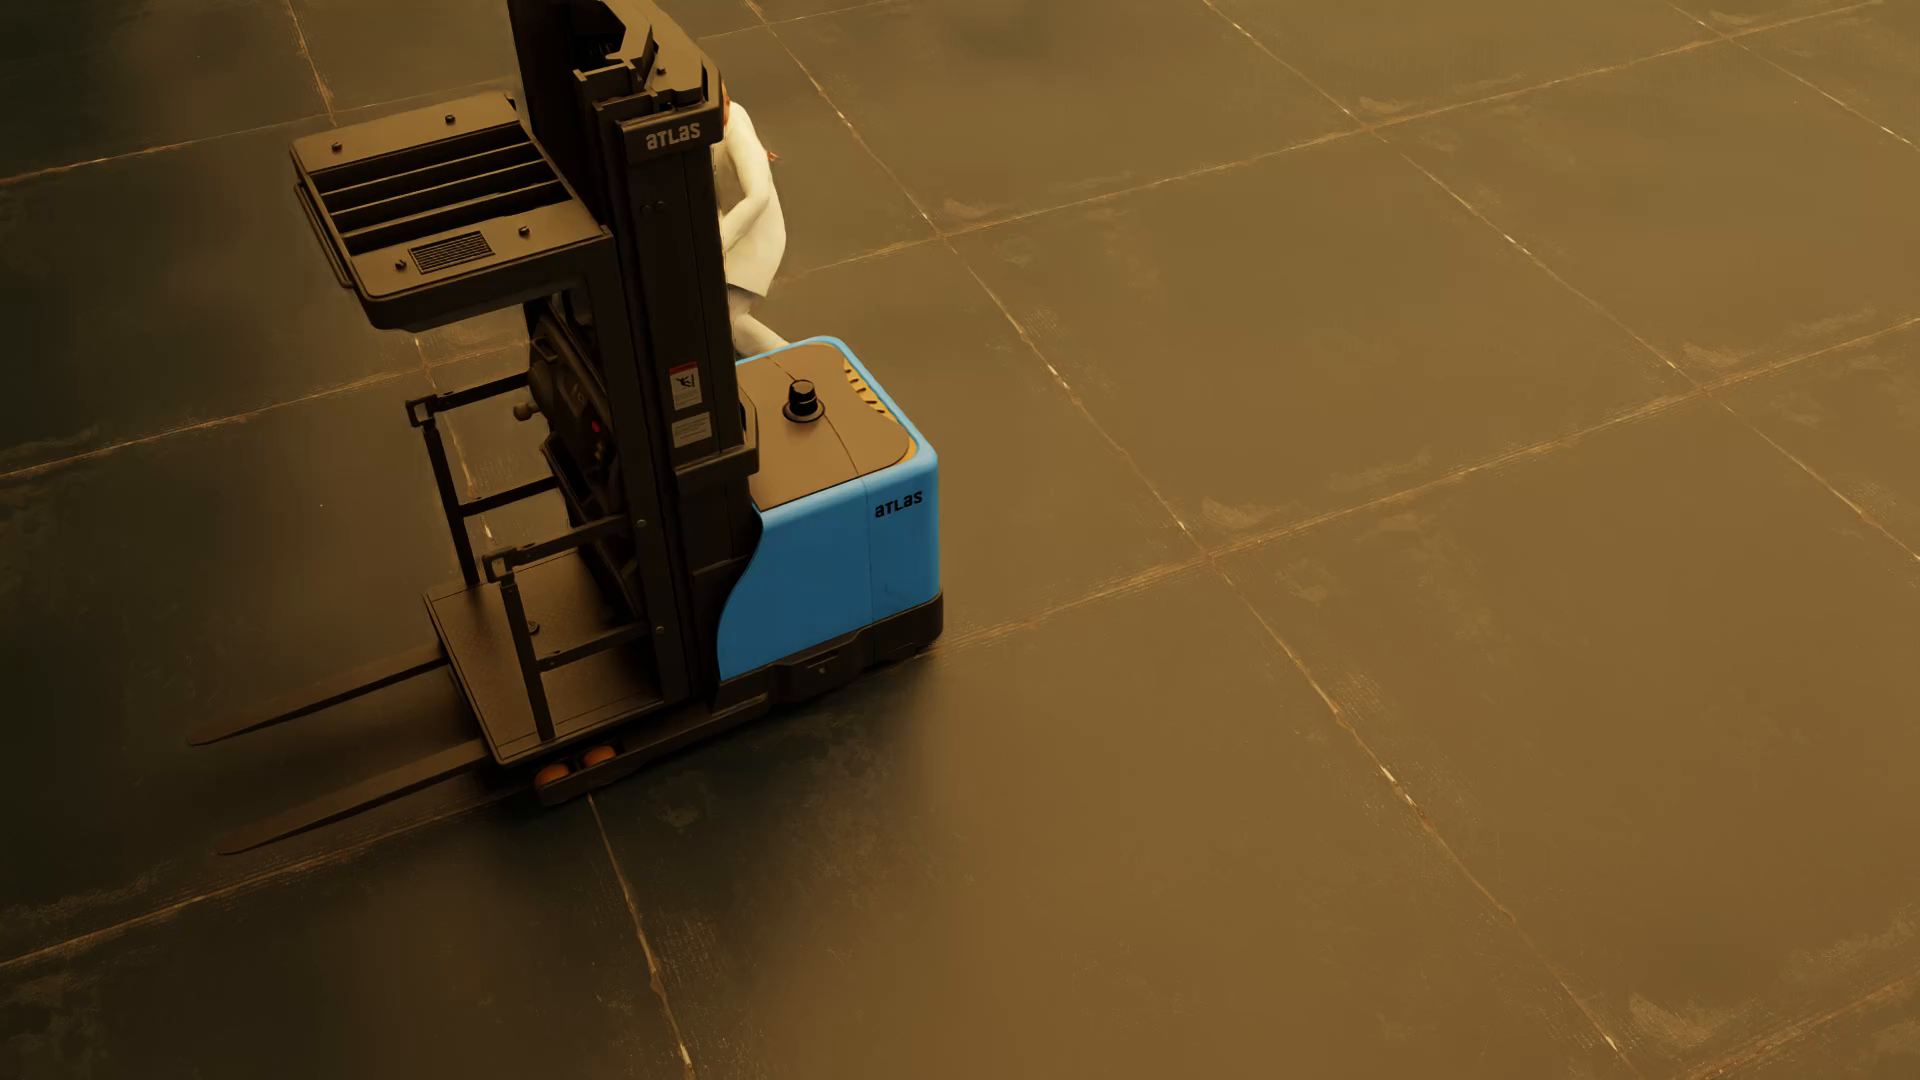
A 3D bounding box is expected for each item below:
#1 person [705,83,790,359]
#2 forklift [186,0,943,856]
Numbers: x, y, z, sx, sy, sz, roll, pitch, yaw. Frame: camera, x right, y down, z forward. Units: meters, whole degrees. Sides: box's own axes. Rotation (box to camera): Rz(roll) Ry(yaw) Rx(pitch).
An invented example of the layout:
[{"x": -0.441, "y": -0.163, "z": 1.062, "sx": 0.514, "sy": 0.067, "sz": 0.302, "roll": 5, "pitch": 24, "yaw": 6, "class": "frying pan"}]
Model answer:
[{"x": -1.101, "y": -1.587, "z": 8.415, "sx": 0.591, "sy": 1.702, "sz": 1.218, "roll": -6, "pitch": 43, "yaw": -7, "class": "person"}, {"x": -1.614, "y": -0.424, "z": 6.135, "sx": 3.031, "sy": 2.935, "sz": 1.130, "roll": -21, "pitch": 47, "yaw": -21, "class": "forklift"}]
